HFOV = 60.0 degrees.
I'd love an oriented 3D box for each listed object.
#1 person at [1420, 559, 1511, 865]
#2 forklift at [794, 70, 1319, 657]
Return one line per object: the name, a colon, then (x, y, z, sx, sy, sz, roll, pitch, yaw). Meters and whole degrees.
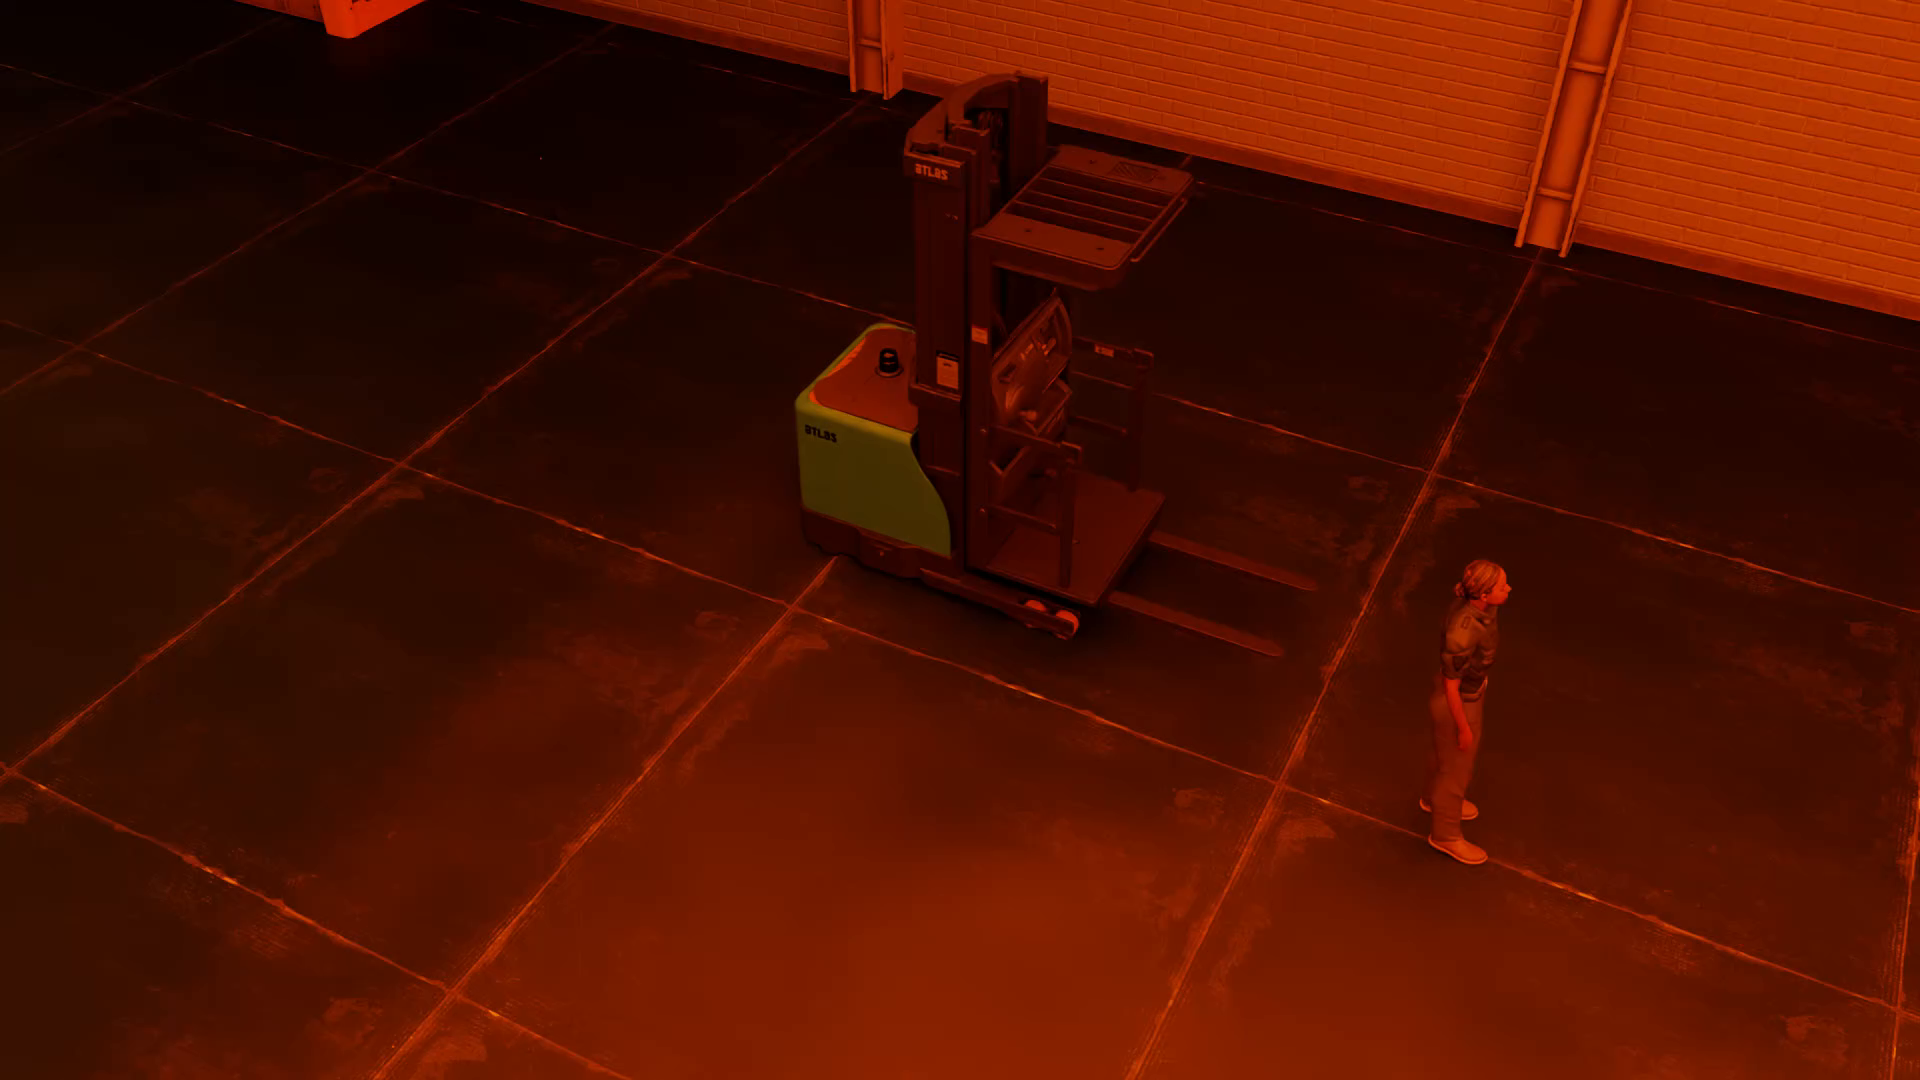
person: (2.490, 0.796, 8.030, 0.483, 1.662, 0.551, 14, 42, 16)
forklift: (0.576, -0.944, 9.107, 3.031, 2.935, 1.130, 18, 43, 20)
